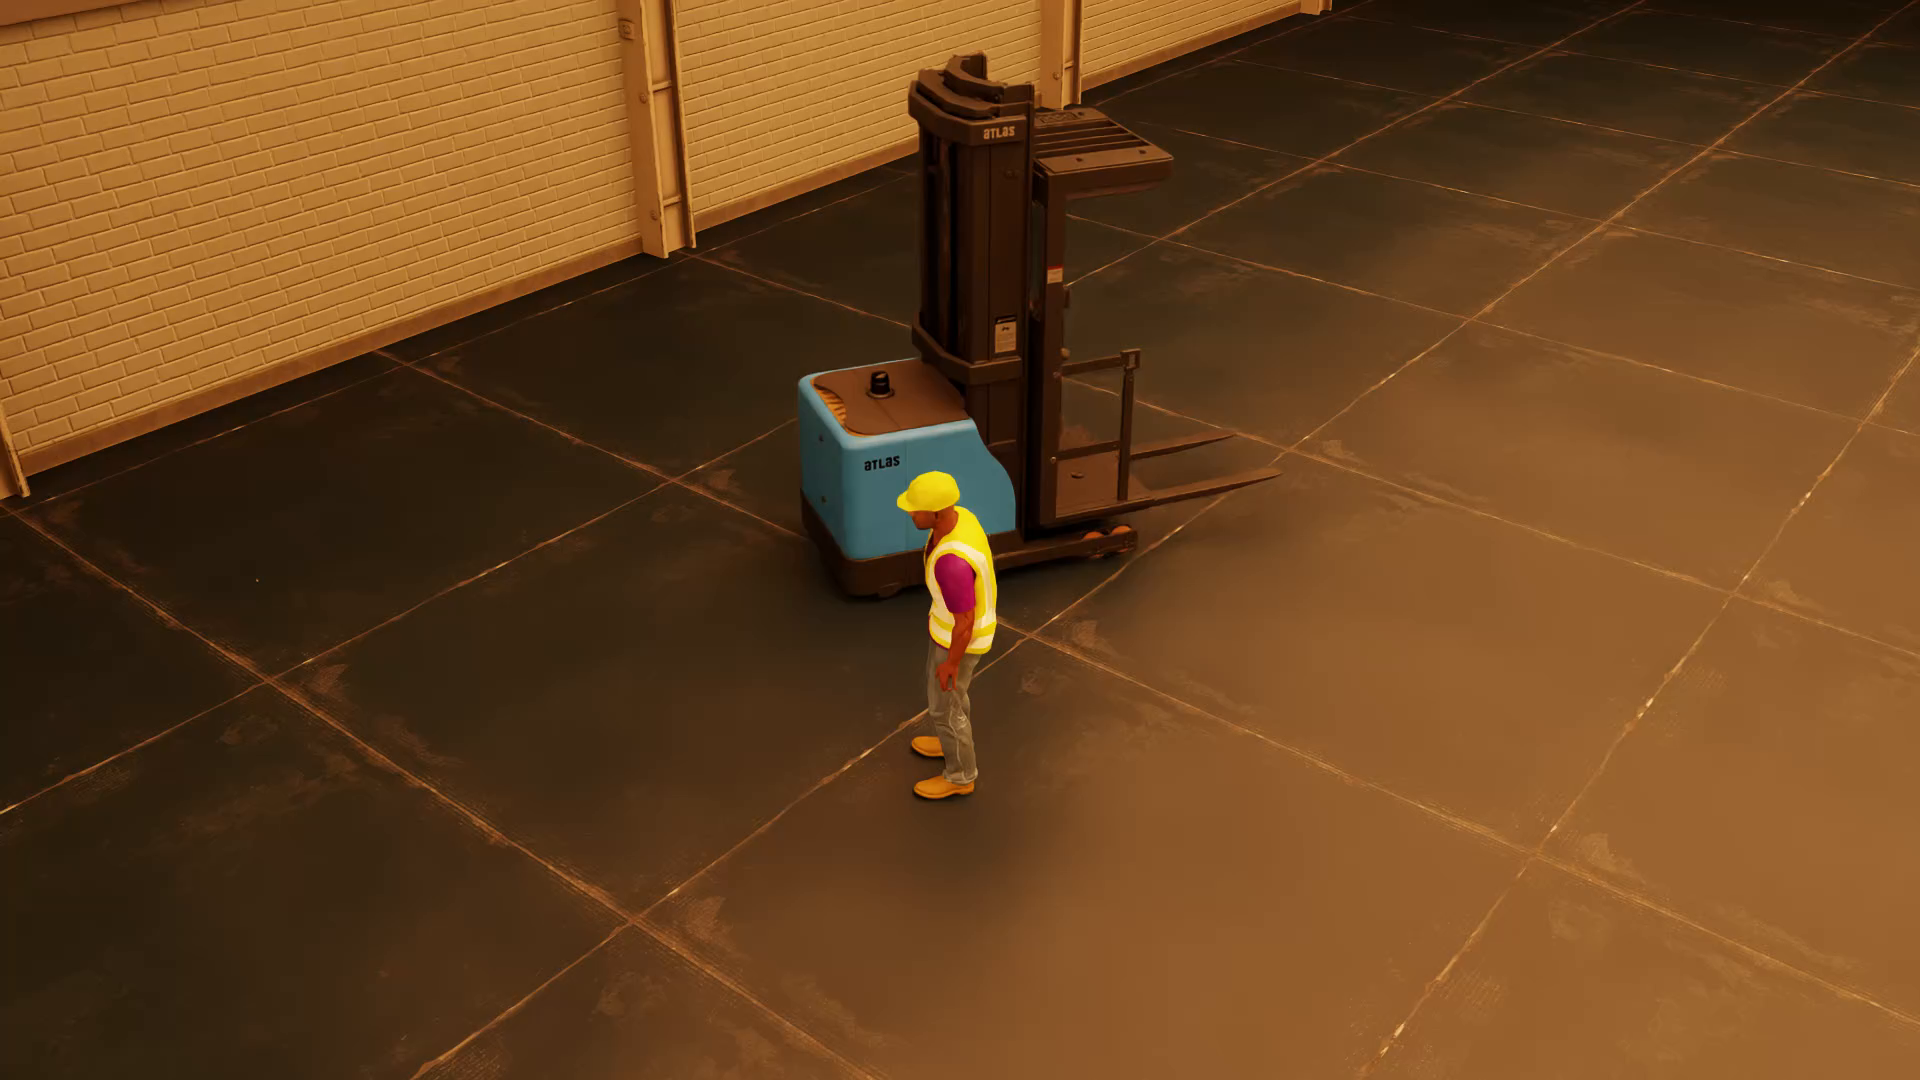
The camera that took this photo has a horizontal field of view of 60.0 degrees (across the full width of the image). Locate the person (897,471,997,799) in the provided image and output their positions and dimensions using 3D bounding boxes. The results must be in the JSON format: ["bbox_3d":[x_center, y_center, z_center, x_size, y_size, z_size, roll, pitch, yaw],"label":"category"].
[{"bbox_3d":[-0.059,0.440,8.007,0.463,1.759,0.629,-1,30,-2],"label":"person"}]

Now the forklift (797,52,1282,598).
[{"bbox_3d":[0.567,-1.384,9.963,3.031,2.935,1.130,-11,32,-18],"label":"forklift"}]
